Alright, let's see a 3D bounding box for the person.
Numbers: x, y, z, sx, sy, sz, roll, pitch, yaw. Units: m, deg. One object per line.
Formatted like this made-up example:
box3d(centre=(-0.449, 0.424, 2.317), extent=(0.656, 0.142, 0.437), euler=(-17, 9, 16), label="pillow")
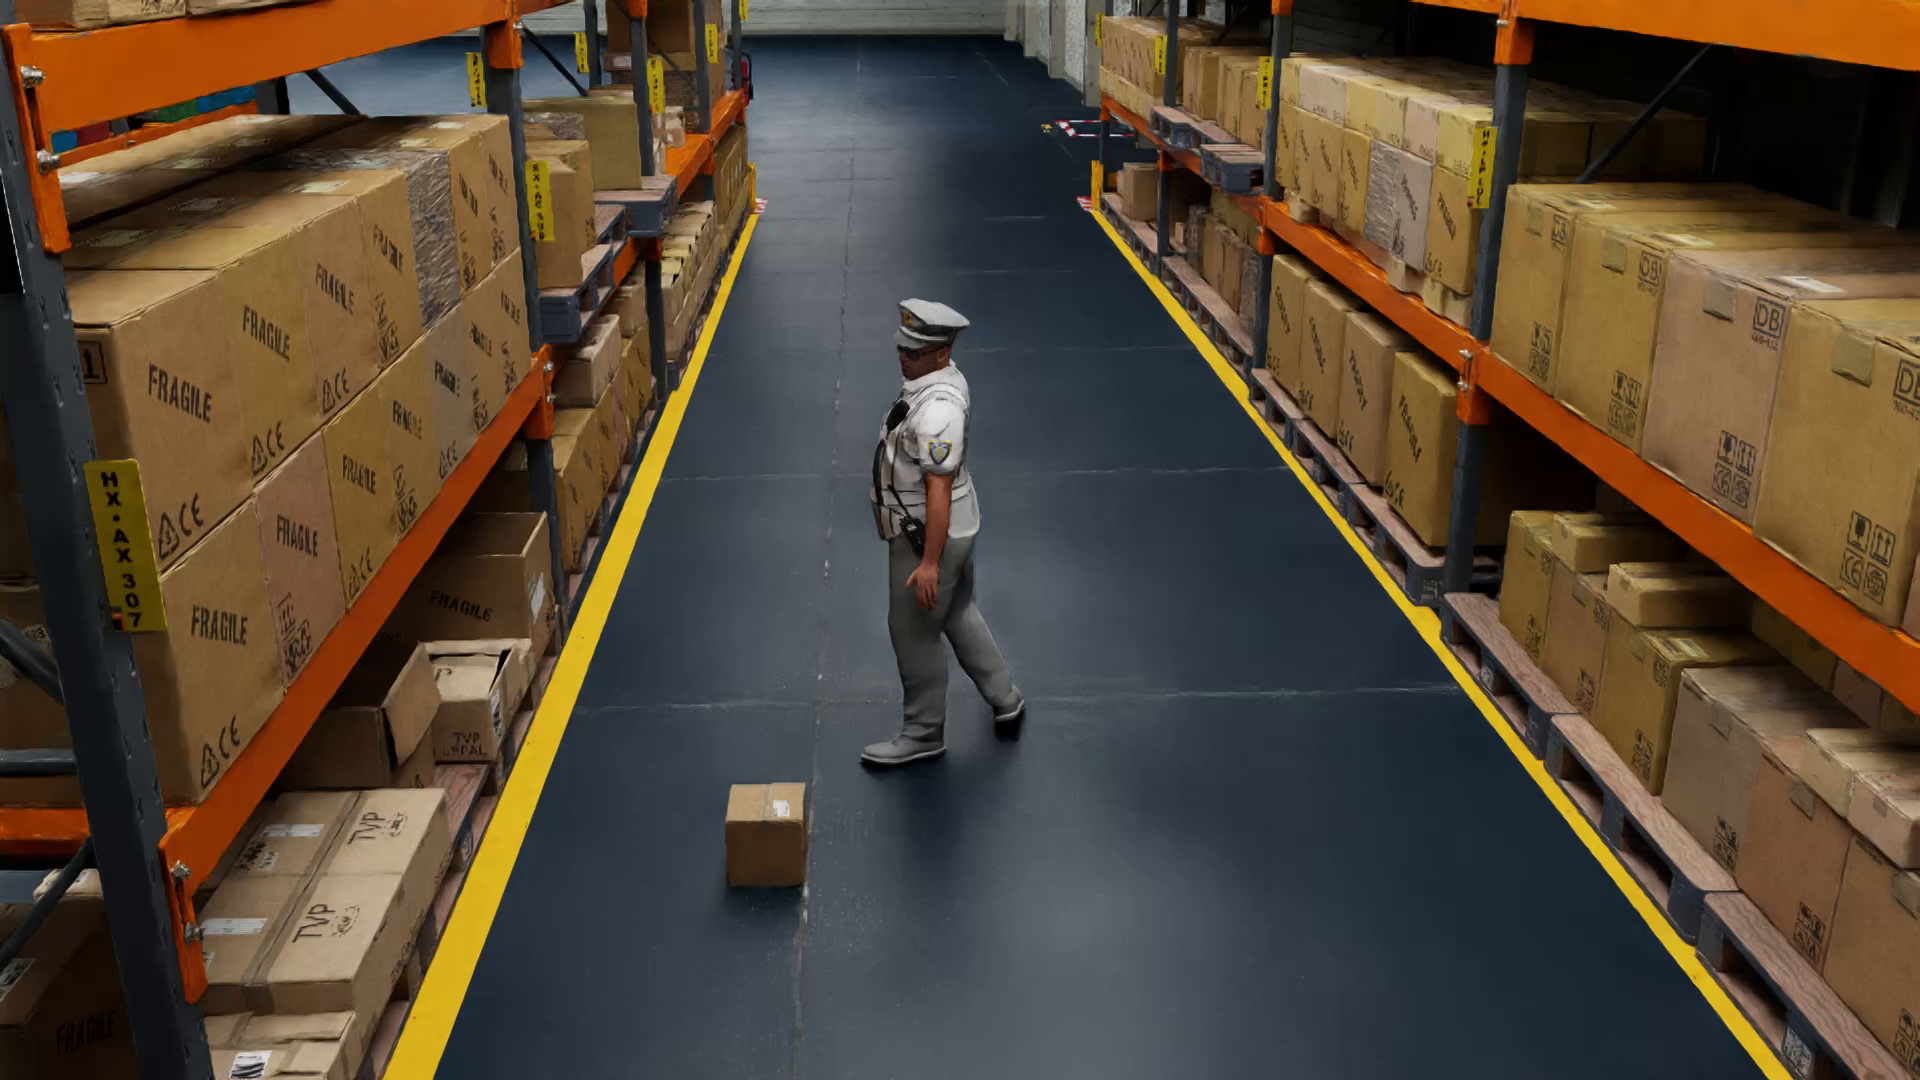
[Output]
box3d(centre=(-0.059, -0.035, 6.165), extent=(0.607, 1.743, 0.738), euler=(1, 20, 3), label="person")
